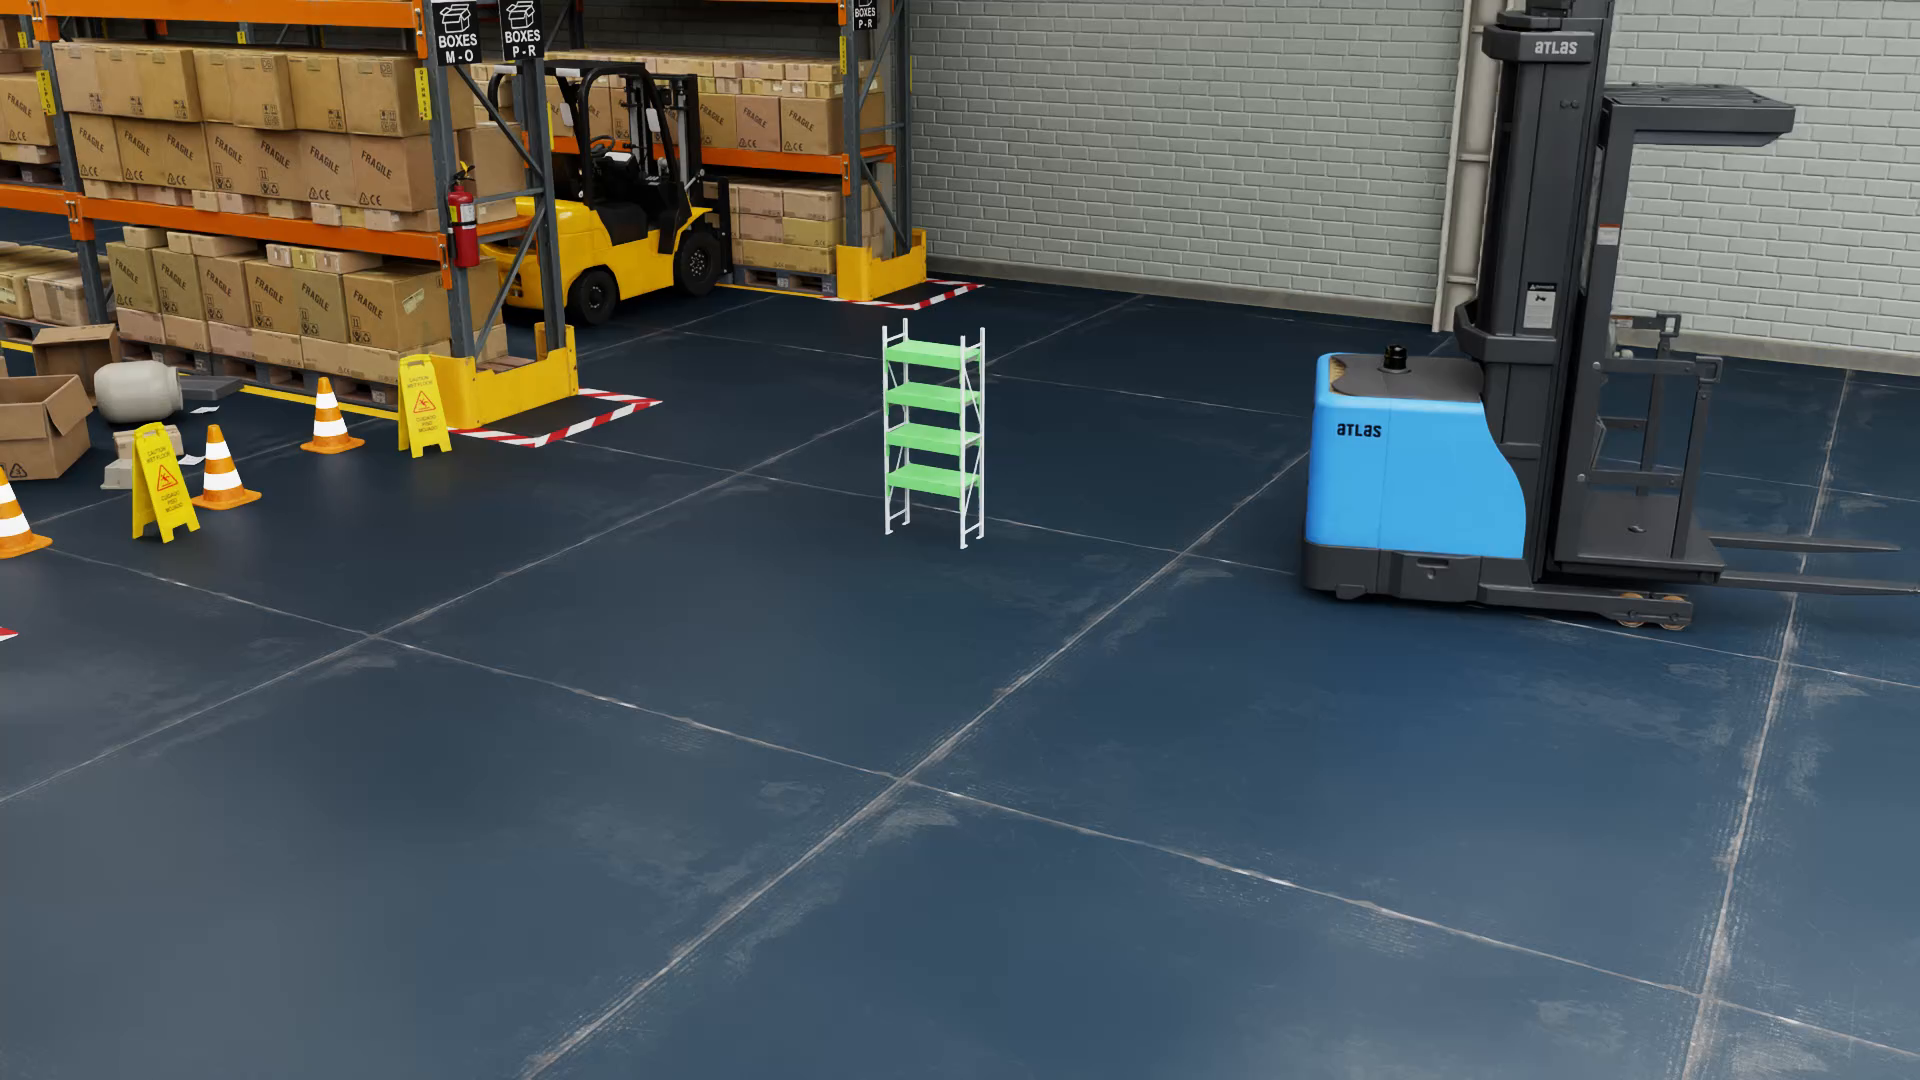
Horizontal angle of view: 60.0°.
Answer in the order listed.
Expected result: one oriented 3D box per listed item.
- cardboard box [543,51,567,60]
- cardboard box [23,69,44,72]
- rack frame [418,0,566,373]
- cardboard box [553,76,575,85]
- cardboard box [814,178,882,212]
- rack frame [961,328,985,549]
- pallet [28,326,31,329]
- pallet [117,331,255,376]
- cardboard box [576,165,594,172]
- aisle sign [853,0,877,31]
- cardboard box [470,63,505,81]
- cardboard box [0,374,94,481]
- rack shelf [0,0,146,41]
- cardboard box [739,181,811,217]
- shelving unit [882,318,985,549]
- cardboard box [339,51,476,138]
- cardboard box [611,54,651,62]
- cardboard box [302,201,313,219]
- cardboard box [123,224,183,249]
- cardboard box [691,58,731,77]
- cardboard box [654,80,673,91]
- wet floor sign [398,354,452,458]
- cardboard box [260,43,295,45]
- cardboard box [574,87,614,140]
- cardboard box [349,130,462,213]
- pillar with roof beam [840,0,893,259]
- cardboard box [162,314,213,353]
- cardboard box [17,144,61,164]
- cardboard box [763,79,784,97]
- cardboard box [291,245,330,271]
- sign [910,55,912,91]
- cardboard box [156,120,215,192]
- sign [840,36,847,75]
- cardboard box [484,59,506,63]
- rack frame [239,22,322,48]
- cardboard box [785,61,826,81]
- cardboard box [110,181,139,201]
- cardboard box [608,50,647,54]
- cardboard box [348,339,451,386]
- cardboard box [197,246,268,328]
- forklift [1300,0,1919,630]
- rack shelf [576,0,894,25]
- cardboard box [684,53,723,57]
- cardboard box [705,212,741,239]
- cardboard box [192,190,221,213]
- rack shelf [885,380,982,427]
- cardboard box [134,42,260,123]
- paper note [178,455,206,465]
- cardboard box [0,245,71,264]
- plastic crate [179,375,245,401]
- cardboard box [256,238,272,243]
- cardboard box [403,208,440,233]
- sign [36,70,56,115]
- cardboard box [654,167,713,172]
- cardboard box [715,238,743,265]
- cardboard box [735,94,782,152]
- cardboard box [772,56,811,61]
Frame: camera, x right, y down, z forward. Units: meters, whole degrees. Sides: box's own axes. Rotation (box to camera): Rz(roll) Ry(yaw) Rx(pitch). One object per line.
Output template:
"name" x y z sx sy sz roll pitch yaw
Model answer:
"cardboard box" -4.123 -4.847 16.793 0.250 0.149 0.380 11 23 28
"cardboard box" -7.381 -3.649 13.826 0.500 0.500 0.500 11 23 27
"rack frame" -3.182 -2.353 11.452 0.127 3.000 1.000 11 23 27
"cardboard box" -3.880 -4.674 16.754 0.250 0.149 0.380 11 23 29
"cardboard box" -1.092 -3.342 16.130 0.500 0.250 0.500 10 22 26
"rack frame" 0.069 -0.551 9.125 0.015 1.200 0.240 11 23 27
"pallet" -8.424 -2.039 14.675 1.213 0.211 1.003 11 23 27
"pallet" -6.070 -1.606 13.482 1.213 0.211 1.003 11 23 27
"cardboard box" -3.987 -3.697 17.109 0.500 0.250 0.500 10 22 26
"aisle sign" -0.850 -4.955 14.813 0.004 0.787 0.394 11 23 27
"cardboard box" -4.897 -4.876 17.311 0.250 0.149 0.380 10 22 27
"cardboard box" -5.950 -0.717 10.605 0.637 0.503 0.797 -4 20 -10
"rack shelf" -8.420 -4.422 13.814 4.000 0.370 1.077 11 23 27
"cardboard box" -1.767 -3.273 15.938 0.500 0.250 0.500 11 23 28
"shelving unit" -0.145 -0.592 9.236 0.503 1.200 0.258 11 23 27
"cardboard box" -3.734 -3.029 11.269 0.500 0.500 0.700 10 22 26
"cardboard box" -3.209 -4.682 16.339 0.250 0.149 0.380 10 22 26
"cardboard box" -4.496 -2.409 11.977 0.250 0.149 0.380 11 23 28
"cardboard box" -6.211 -2.363 12.846 0.250 0.149 0.380 11 23 28
"cardboard box" -2.343 -4.502 15.843 0.250 0.149 0.380 11 23 28
"cardboard box" -2.766 -4.454 16.146 0.250 0.149 0.380 10 22 26
"wet floor sign" -3.538 -0.896 10.888 0.267 0.644 0.232 -16 26 -38
"cardboard box" -8.122 -5.538 19.470 0.500 0.500 0.500 12 23 30
"cardboard box" -3.534 -4.310 16.701 0.500 0.500 0.500 11 23 28
"cardboard box" -3.790 -2.548 11.407 0.500 0.500 0.500 10 22 26
"pillar with roof beam" -3.032 -5.754 12.030 0.400 9.000 9.100 11 23 27
"cardboard box" -5.819 -1.659 12.955 0.500 0.250 0.500 12 23 30
"cardboard box" -7.258 -3.100 13.266 0.250 0.149 0.380 11 23 28
"cardboard box" -1.638 -4.252 15.591 0.250 0.149 0.380 11 23 28
"cardboard box" -4.580 -2.054 11.995 0.250 0.149 0.380 11 23 28
"sign" -0.489 -4.439 15.819 0.005 0.325 0.100 11 23 27
"cardboard box" -5.544 -2.885 12.336 0.500 0.500 0.500 11 22 27
"sign" -1.041 -4.327 14.850 0.005 0.325 0.100 11 23 27
"cardboard box" -4.885 -5.072 17.852 0.250 0.149 0.380 11 23 27
"rack frame" -7.749 -5.161 19.195 0.127 3.000 1.000 11 23 27
"cardboard box" -1.410 -4.351 15.428 0.250 0.149 0.380 11 23 27
"cardboard box" -6.310 -2.725 12.848 0.250 0.149 0.380 12 23 29
"cardboard box" -3.394 -4.931 17.025 0.250 0.149 0.380 11 22 27
"cardboard box" -4.040 -1.316 12.010 0.500 0.250 0.500 11 23 27
"cardboard box" -5.366 -1.924 12.588 0.500 0.500 0.500 12 23 30
"forklift" 3.320 -1.133 8.190 3.031 2.935 1.130 4 20 11
"rack shelf" -2.510 -5.235 16.055 4.000 0.370 1.077 11 23 27
"cardboard box" -2.522 -4.751 16.529 0.250 0.149 0.380 12 23 29
"cardboard box" -2.235 -3.125 16.264 0.500 0.250 0.500 10 22 26
"cardboard box" -5.443 -2.536 12.327 0.250 0.149 0.380 11 23 28
"rack shelf" -0.145 -0.757 9.176 0.480 0.148 0.258 11 23 27
"cardboard box" -5.535 -3.354 12.163 0.500 0.500 0.700 10 22 26
"paper note" -4.978 -0.521 10.758 0.142 0.019 0.148 3 20 9
"cardboard box" -8.370 -2.300 14.545 0.625 0.372 0.950 12 23 29
"plastic crate" -5.703 -1.140 12.391 0.583 0.080 0.402 3 20 9
"cardboard box" -5.582 -2.173 13.272 0.500 0.500 0.500 11 23 28
"cardboard box" -3.613 -2.233 11.491 0.250 0.149 0.380 12 23 29
"sign" -6.942 -3.396 12.631 0.005 0.325 0.100 11 23 27
"cardboard box" -2.848 -3.679 17.058 0.500 0.250 0.500 11 23 28
"cardboard box" -2.191 -2.891 16.353 0.500 0.250 0.500 11 23 28
"cardboard box" -1.771 -3.971 15.766 0.500 0.500 0.500 12 23 29
"cardboard box" -1.612 -4.581 16.061 0.250 0.149 0.380 11 23 28
